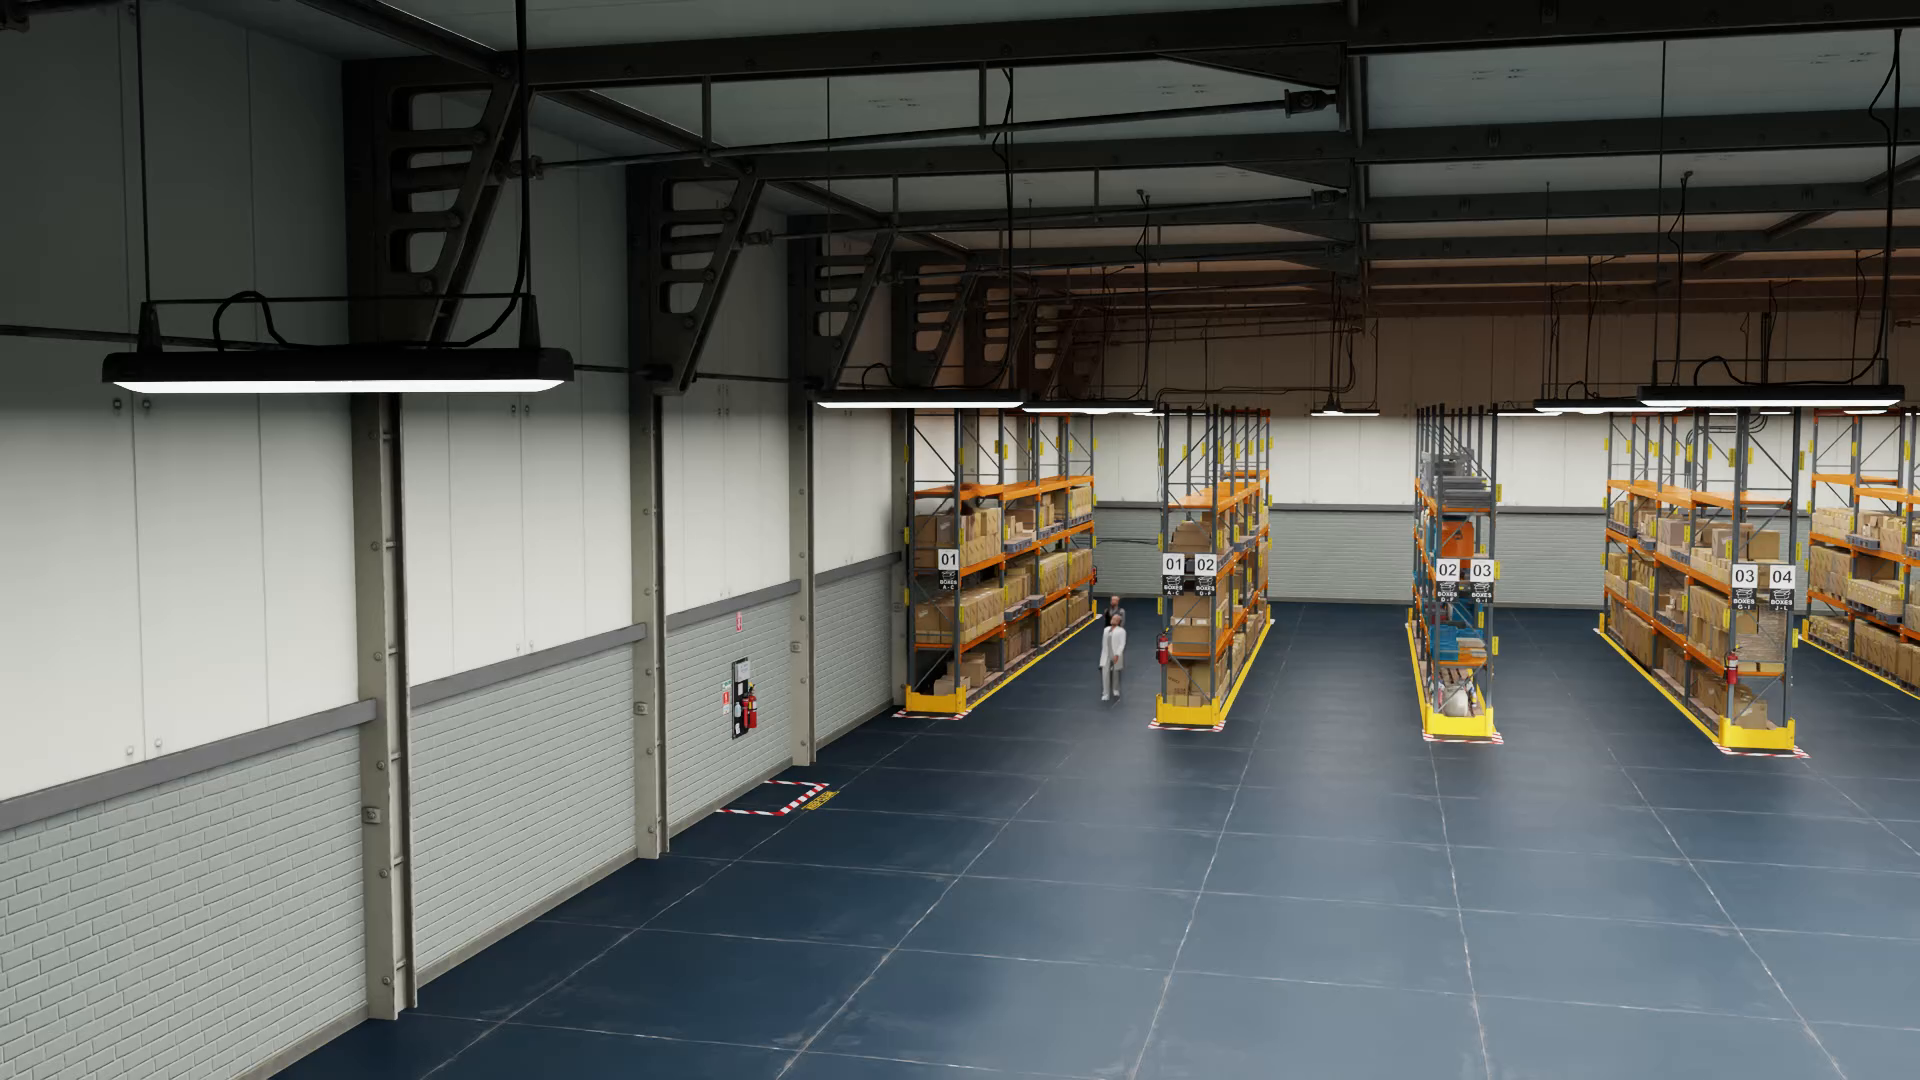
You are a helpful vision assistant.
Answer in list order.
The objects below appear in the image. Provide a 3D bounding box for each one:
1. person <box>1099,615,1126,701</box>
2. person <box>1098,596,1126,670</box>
[{"bbox_3d":[3.104,2.379,33.849,0.551,1.709,1.117,1,4,12],"label":"person"},{"bbox_3d":[3.489,2.110,37.817,0.564,1.653,1.056,2,5,23],"label":"person"}]
